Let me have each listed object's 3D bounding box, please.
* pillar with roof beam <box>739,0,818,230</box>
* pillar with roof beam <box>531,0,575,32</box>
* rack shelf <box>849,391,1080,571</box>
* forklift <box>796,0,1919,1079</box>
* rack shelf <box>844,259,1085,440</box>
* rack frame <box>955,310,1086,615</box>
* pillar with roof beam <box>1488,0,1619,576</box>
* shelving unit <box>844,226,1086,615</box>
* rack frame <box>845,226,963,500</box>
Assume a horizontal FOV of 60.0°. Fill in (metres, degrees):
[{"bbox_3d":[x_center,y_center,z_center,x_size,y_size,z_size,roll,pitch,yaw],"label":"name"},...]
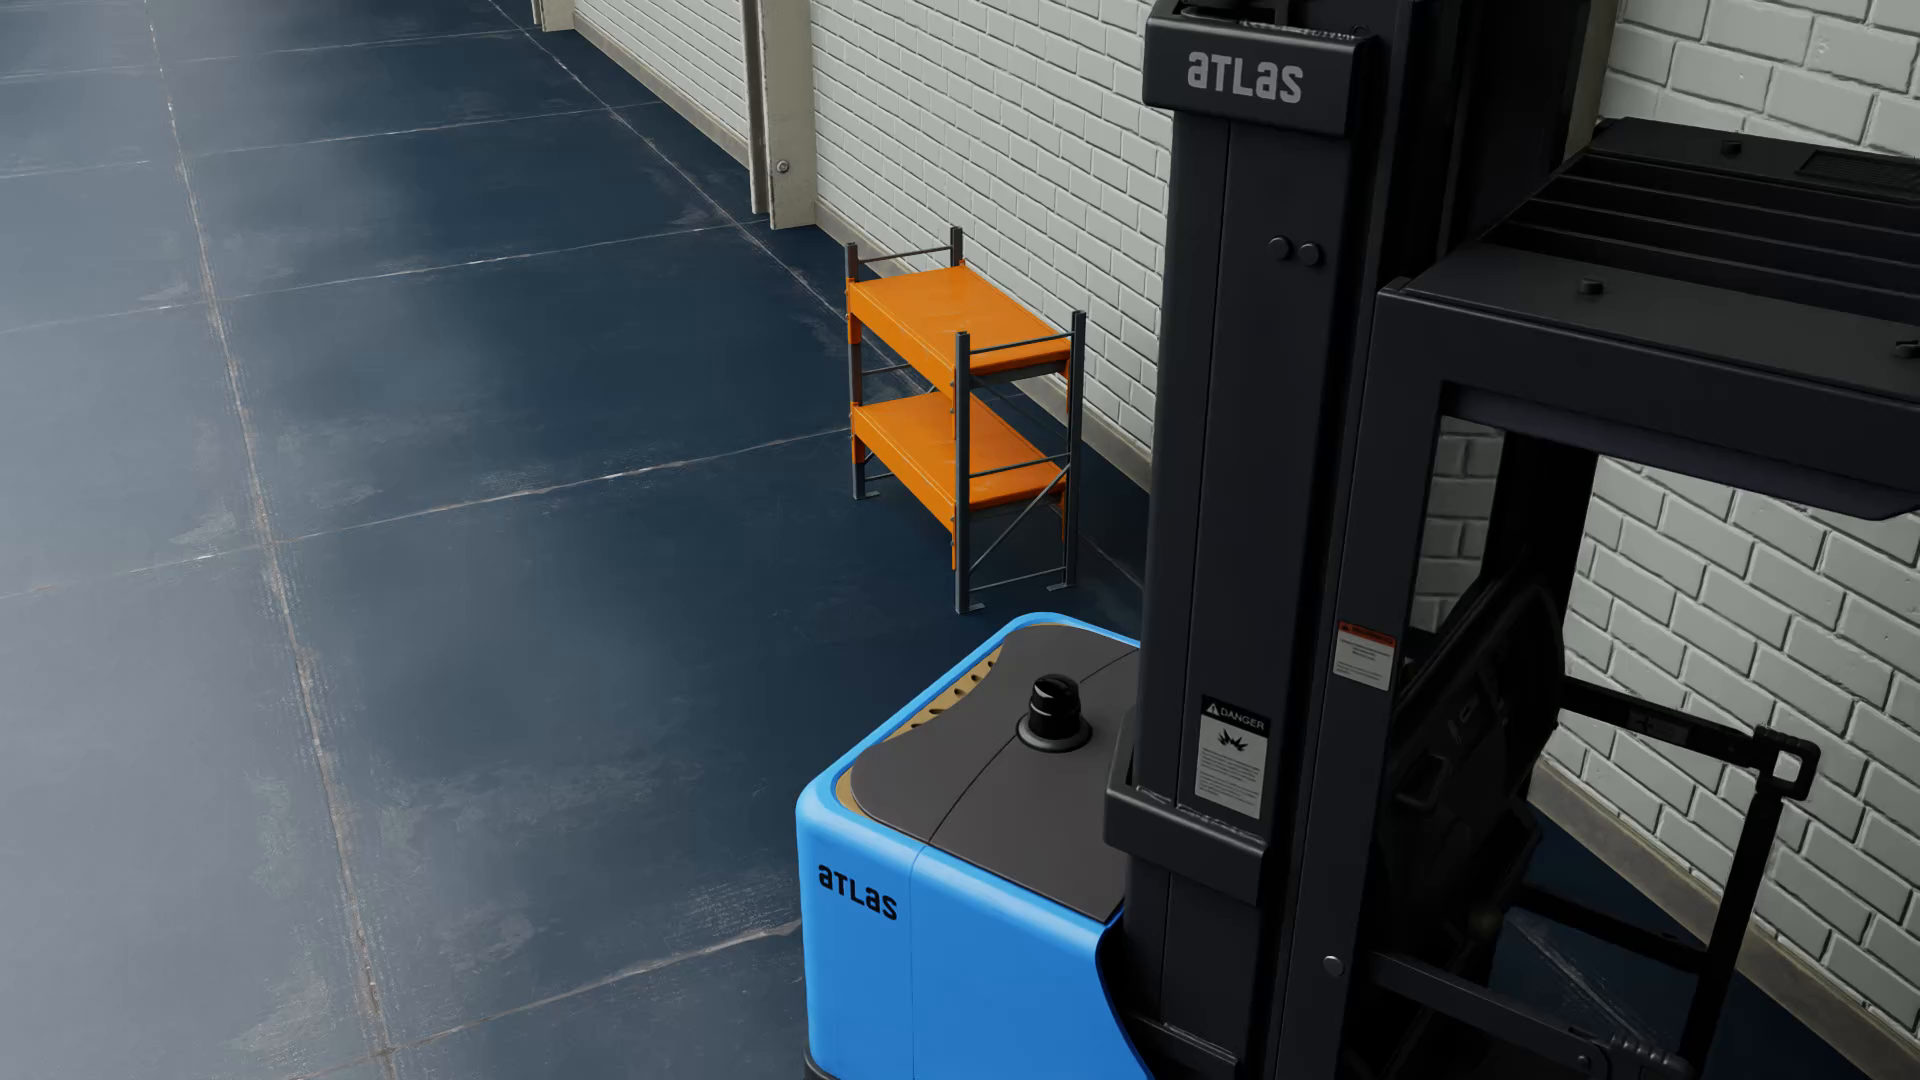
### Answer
[{"bbox_3d":[-4.969,-5.027,6.515,9.100,9.000,0.400,-13,32,-22],"label":"pillar with roof beam"},{"bbox_3d":[-7.545,-7.678,11.241,9.100,9.000,0.400,-13,32,-22],"label":"pillar with roof beam"},{"bbox_3d":[-0.003,-0.280,6.600,0.538,0.278,1.000,-13,32,-22],"label":"rack shelf"},{"bbox_3d":[1.130,0.423,2.999,3.031,2.935,1.130,19,34,30],"label":"forklift"},{"bbox_3d":[-0.003,-0.749,6.337,0.538,0.278,1.000,-13,32,-22],"label":"rack shelf"},{"bbox_3d":[0.215,-0.269,6.080,0.500,1.125,0.032,-13,32,-22],"label":"rack frame"},{"bbox_3d":[-2.393,-2.377,1.788,9.100,9.000,0.400,-13,32,-22],"label":"pillar with roof beam"},{"bbox_3d":[-0.003,-0.494,6.480,0.538,1.125,1.048,-13,32,-22],"label":"shelving unit"},{"bbox_3d":[-0.221,-0.718,6.881,0.500,1.125,0.032,-13,32,-22],"label":"rack frame"}]
